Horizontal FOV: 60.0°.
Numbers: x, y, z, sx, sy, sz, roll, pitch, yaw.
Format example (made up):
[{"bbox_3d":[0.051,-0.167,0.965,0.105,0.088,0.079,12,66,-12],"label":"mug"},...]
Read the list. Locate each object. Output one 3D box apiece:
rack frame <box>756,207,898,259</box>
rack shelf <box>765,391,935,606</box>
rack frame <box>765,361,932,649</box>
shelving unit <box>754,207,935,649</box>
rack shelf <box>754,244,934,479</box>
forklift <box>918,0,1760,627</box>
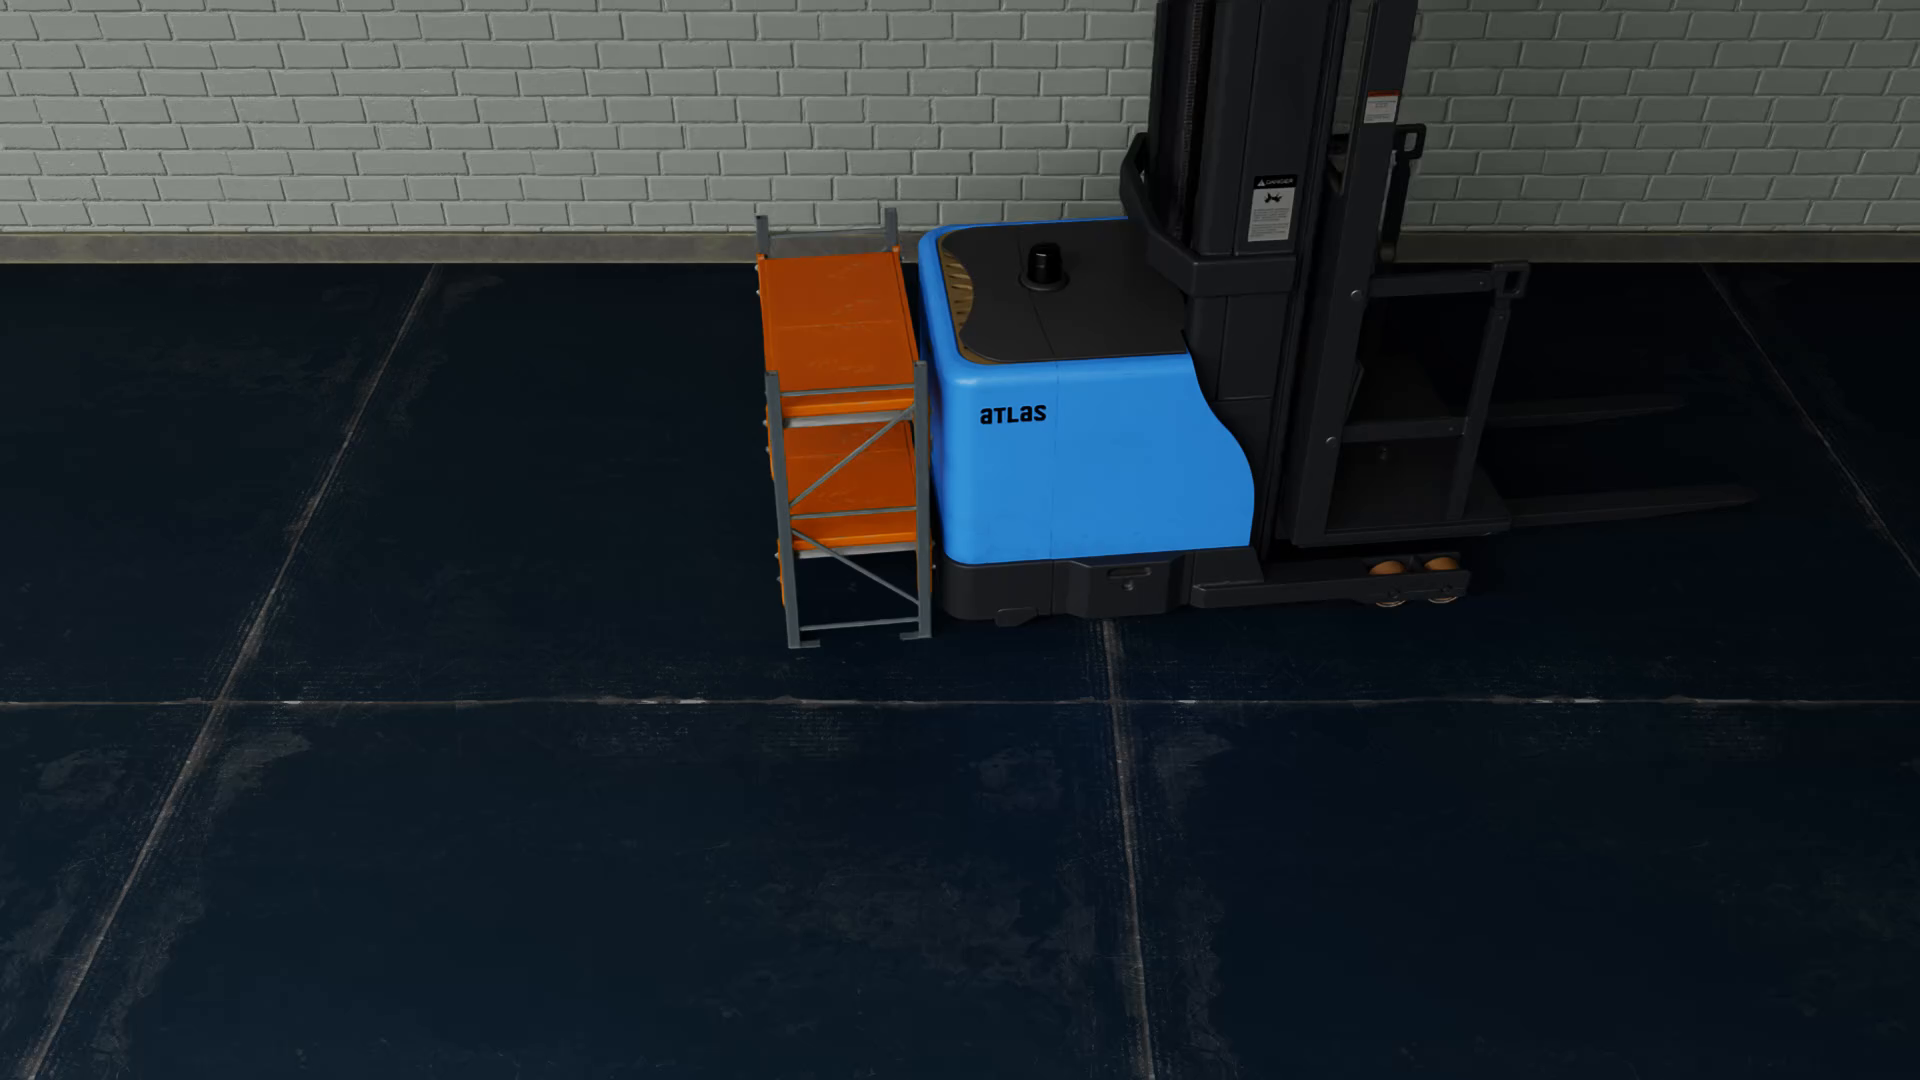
[{"bbox_3d":[-0.474,-0.719,6.247,0.500,1.125,0.032,-4,39,-5],"label":"rack frame"},{"bbox_3d":[-0.411,-0.212,6.006,0.538,0.278,1.000,-4,39,-5],"label":"rack shelf"},{"bbox_3d":[-0.349,-0.088,5.460,0.500,1.125,0.032,-4,39,-5],"label":"rack frame"},{"bbox_3d":[-0.411,-0.403,5.853,0.538,1.125,1.048,-4,39,-5],"label":"shelving unit"},{"bbox_3d":[-0.411,-0.631,5.670,0.538,0.278,1.000,-4,39,-5],"label":"rack shelf"},{"bbox_3d":[1.390,-1.230,5.441,3.031,2.935,1.130,-4,39,-5],"label":"forklift"}]
